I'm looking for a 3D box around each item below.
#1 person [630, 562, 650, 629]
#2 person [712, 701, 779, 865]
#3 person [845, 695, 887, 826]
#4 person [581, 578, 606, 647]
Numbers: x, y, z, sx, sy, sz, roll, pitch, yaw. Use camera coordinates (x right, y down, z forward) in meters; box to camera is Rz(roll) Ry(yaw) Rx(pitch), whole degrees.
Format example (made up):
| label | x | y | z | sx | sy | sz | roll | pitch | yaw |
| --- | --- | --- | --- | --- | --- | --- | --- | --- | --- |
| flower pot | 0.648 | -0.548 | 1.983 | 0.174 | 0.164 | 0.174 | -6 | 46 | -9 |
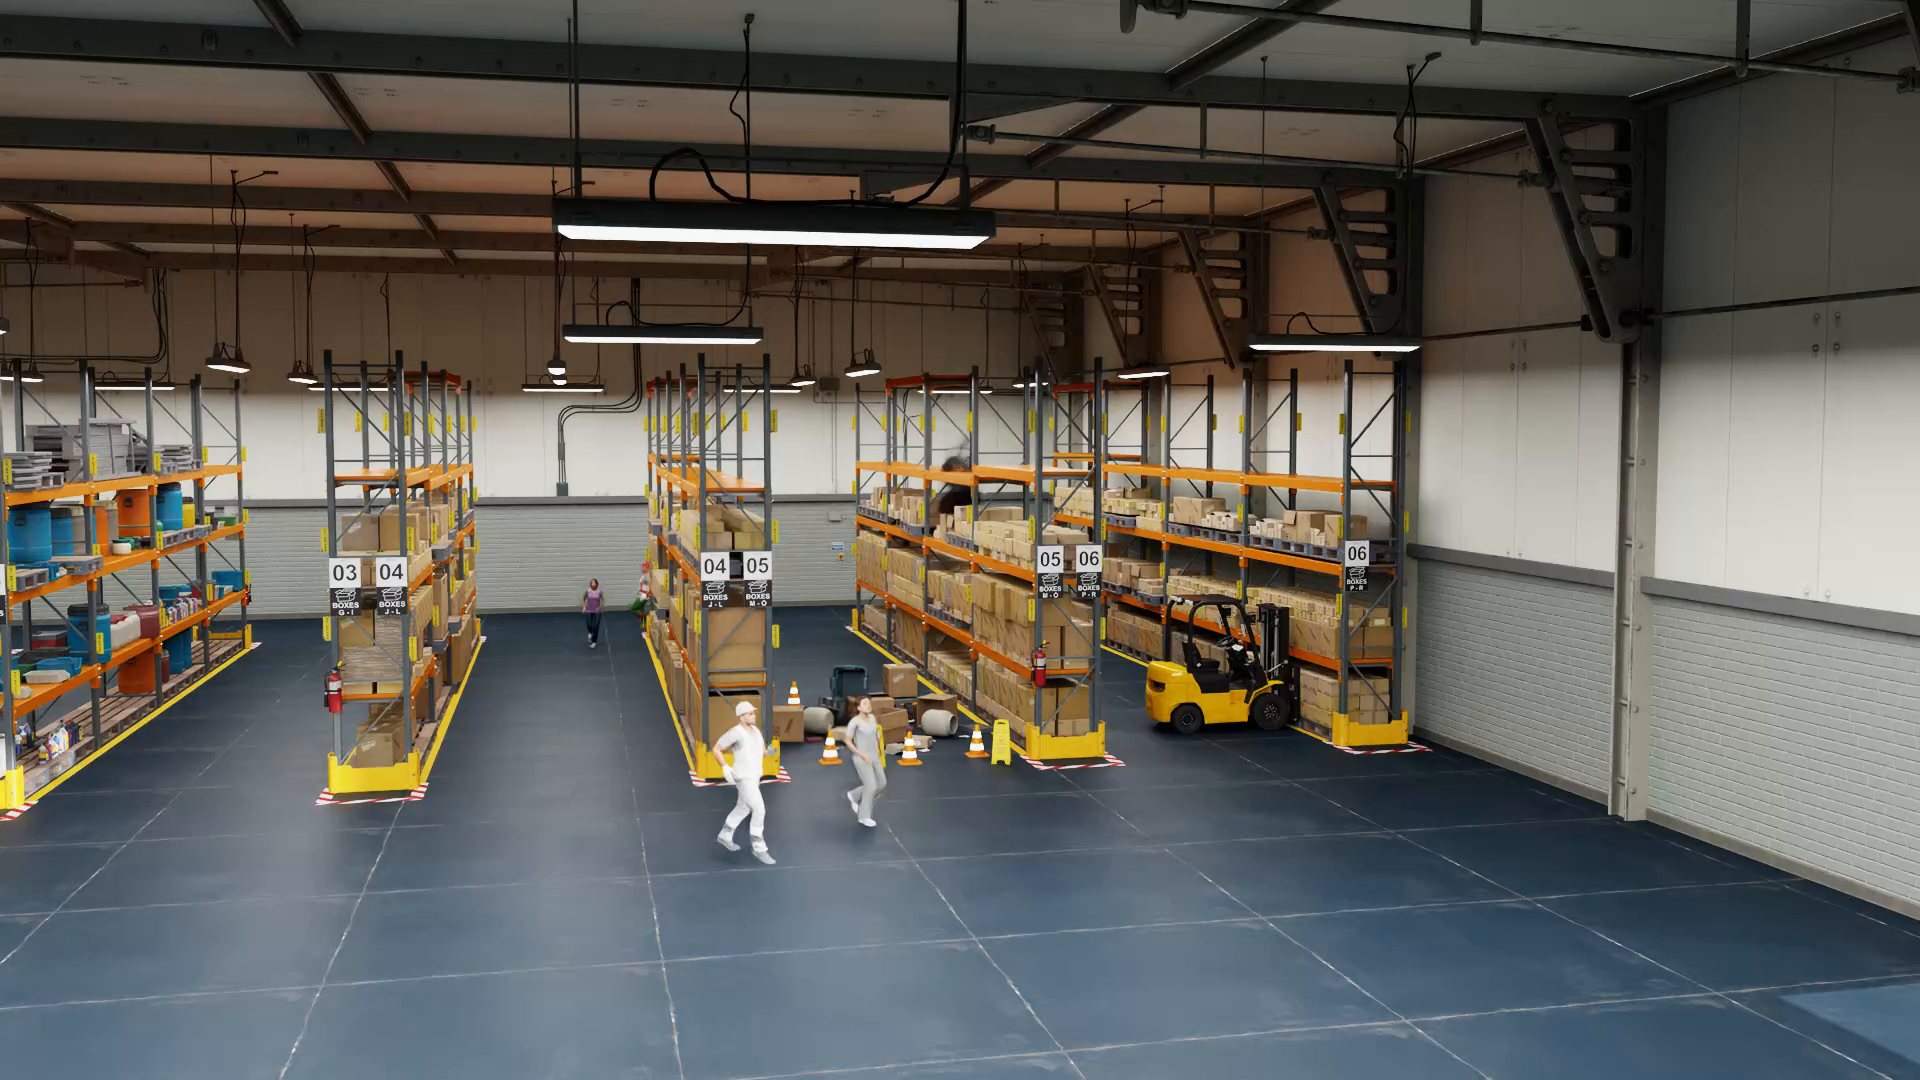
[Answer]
| label | x | y | z | sx | sy | sz | roll | pitch | yaw |
| --- | --- | --- | --- | --- | --- | --- | --- | --- | --- |
| person | -7.711 | 1.353 | 40.451 | 0.611 | 1.681 | 0.745 | 0 | 4 | -3 |
| person | -2.461 | 2.767 | 19.084 | 0.836 | 1.838 | 0.657 | 1 | 4 | 20 |
| person | -1.205 | 2.746 | 20.824 | 0.547 | 1.636 | 0.567 | 3 | 5 | 41 |
| person | -8.222 | 1.635 | 37.306 | 0.542 | 1.556 | 0.540 | -1 | 4 | -10 |
